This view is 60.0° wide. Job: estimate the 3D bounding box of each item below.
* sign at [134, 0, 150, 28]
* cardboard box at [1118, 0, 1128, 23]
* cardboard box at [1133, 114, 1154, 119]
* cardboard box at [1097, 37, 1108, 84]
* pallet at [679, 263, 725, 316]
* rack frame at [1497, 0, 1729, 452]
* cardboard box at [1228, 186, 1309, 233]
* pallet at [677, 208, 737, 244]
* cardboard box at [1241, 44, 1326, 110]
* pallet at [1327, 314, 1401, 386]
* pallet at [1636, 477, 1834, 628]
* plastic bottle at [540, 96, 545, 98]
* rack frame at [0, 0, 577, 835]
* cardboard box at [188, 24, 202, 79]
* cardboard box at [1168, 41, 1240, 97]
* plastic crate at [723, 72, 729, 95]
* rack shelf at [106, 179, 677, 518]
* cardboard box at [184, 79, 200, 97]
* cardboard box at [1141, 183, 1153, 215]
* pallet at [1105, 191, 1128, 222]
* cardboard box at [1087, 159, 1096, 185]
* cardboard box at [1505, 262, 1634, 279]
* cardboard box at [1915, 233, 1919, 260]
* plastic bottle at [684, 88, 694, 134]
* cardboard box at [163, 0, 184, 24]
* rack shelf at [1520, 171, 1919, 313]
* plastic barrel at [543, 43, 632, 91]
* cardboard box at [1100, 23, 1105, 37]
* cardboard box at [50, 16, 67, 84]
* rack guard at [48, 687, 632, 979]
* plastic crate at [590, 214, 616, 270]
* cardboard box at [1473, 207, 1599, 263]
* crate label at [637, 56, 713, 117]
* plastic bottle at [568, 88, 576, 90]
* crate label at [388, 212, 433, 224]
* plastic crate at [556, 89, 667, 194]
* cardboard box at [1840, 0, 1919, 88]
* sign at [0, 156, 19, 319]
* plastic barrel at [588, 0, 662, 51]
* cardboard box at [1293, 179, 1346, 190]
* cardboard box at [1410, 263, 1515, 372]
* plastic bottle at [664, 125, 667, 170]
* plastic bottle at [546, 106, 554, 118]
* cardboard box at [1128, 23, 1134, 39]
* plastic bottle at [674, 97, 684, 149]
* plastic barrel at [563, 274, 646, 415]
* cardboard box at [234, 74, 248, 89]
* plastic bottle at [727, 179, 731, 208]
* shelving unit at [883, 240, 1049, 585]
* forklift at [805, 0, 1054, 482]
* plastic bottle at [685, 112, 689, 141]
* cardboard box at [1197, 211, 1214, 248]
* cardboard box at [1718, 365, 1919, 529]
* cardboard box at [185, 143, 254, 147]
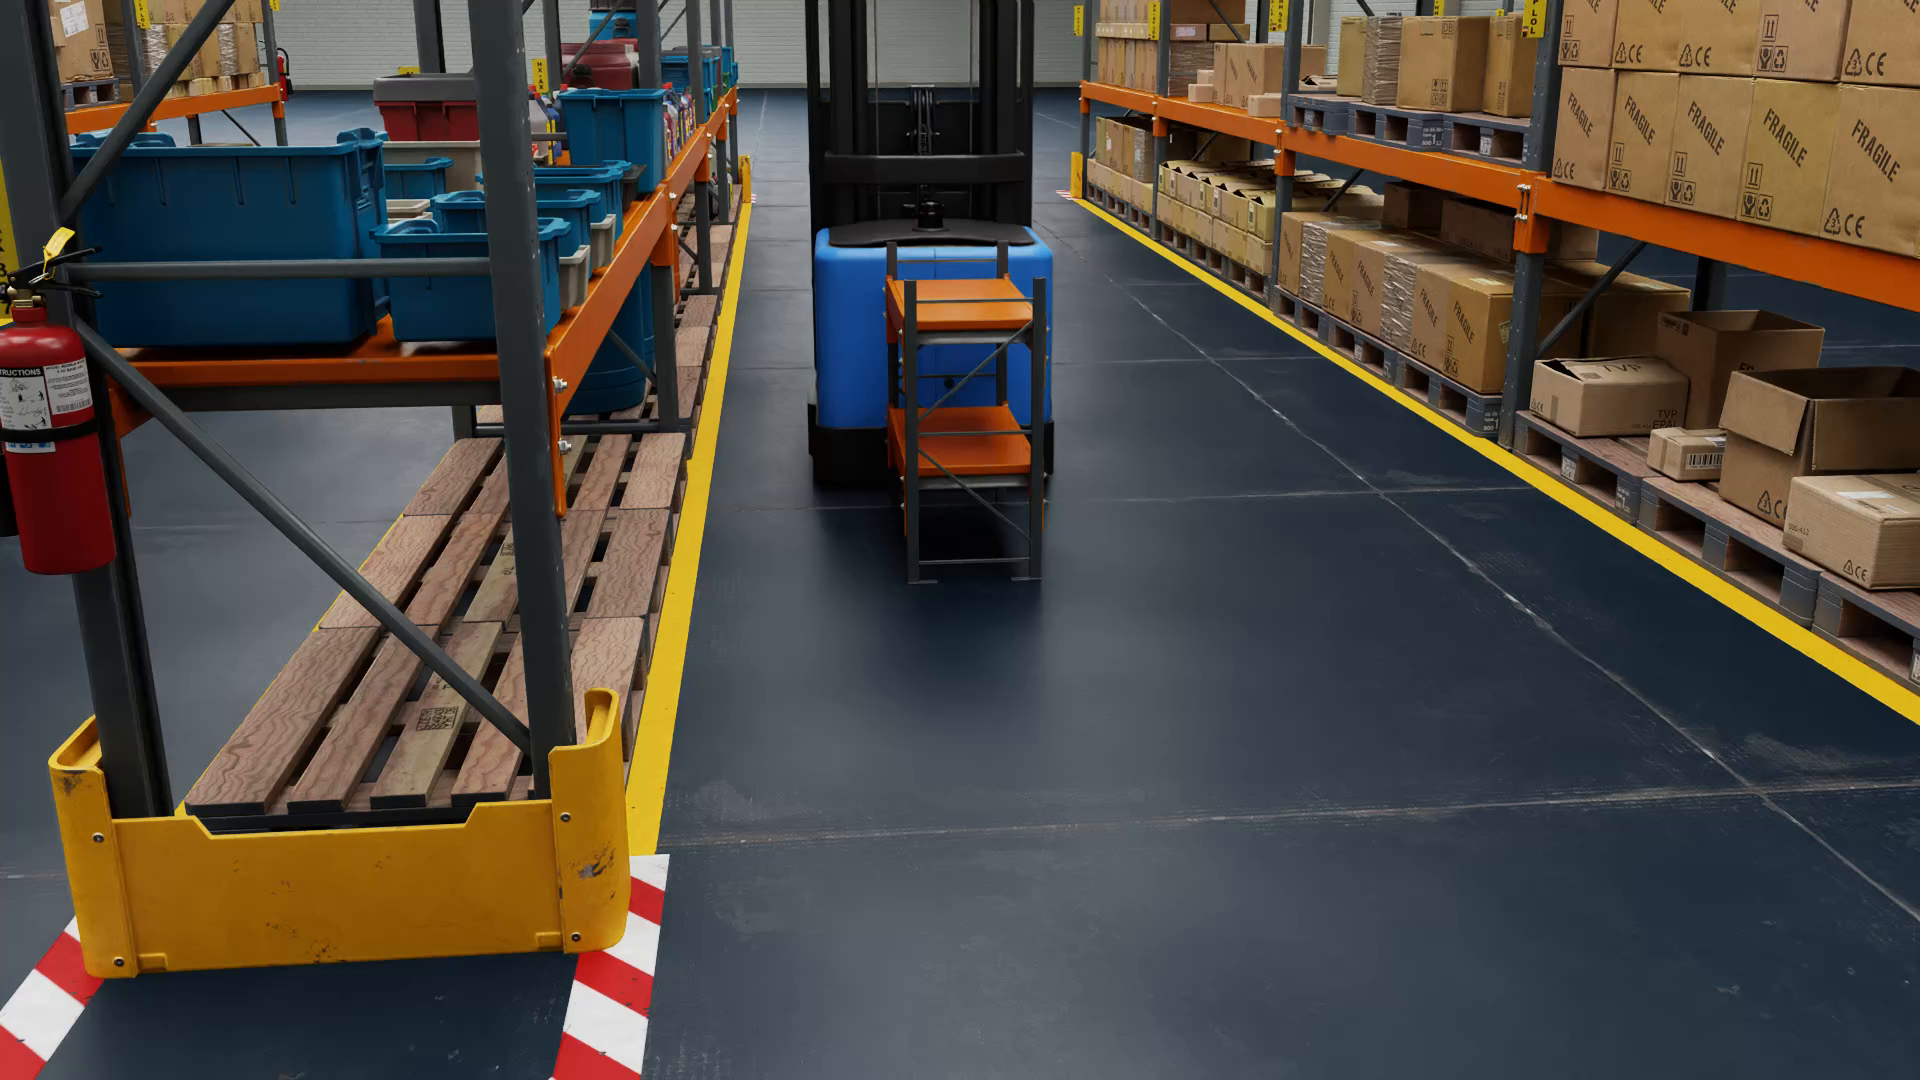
[{"bbox_3d":[-6.990,-4.541,14.200,0.100,0.325,0.005,-2,18,-6],"label":"sign"},{"bbox_3d":[2.053,-5.672,17.402,0.700,0.500,0.500,-2,18,-5],"label":"cardboard box"},{"bbox_3d":[2.251,-4.562,18.839,0.500,0.500,0.500,-2,18,-6],"label":"cardboard box"},{"bbox_3d":[1.935,-5.375,18.623,0.700,0.500,0.500,-2,18,-6],"label":"cardboard box"},{"bbox_3d":[-2.244,-1.833,12.163,1.003,0.211,1.213,-2,18,-6],"label":"pallet"},{"bbox_3d":[3.137,-1.892,7.694,1.000,3.000,0.127,-2,18,-6],"label":"rack frame"},{"bbox_3d":[2.366,-2.542,12.721,0.500,0.311,0.500,-2,18,-6],"label":"cardboard box"},{"bbox_3d":[-2.643,-2.994,15.862,1.003,0.211,1.213,-2,18,-6],"label":"pallet"},{"bbox_3d":[2.536,-3.630,13.066,0.500,0.500,0.500,-3,18,-9],"label":"cardboard box"},{"bbox_3d":[2.887,-1.167,10.041,1.003,0.211,1.213,-2,18,-6],"label":"pallet"},{"bbox_3d":[3.336,0.008,6.300,1.003,0.211,1.213,-2,18,-6],"label":"pallet"},{"bbox_3d":[-2.399,-2.420,9.594,0.097,0.271,0.097,0,17,0],"label":"plastic bottle"},{"bbox_3d":[-1.377,-0.548,3.415,1.000,3.000,0.127,-2,18,-6],"label":"rack frame"},{"bbox_3d":[-7.695,-4.592,15.631,0.875,0.500,0.500,-2,18,-6],"label":"cardboard box"},{"bbox_3d":[2.260,-4.455,15.692,0.700,0.500,0.500,-2,18,-7],"label":"cardboard box"},{"bbox_3d":[-2.474,-4.435,16.150,0.450,0.188,0.662,-2,18,-6],"label":"plastic crate"},{"bbox_3d":[-1.584,-0.801,5.420,1.077,0.370,4.000,-2,18,-6],"label":"rack shelf"},{"bbox_3d":[-7.351,-4.222,15.537,0.380,0.149,0.250,-2,18,-6],"label":"cardboard box"},{"bbox_3d":[2.047,-3.295,16.054,0.500,0.250,0.500,-2,18,-6],"label":"cardboard box"},{"bbox_3d":[2.143,-3.547,17.623,1.003,0.211,1.213,-2,18,-6],"label":"pallet"},{"bbox_3d":[1.734,-4.189,18.901,0.500,0.250,0.500,-2,18,-6],"label":"cardboard box"},{"bbox_3d":[3.264,-1.219,8.991,0.500,0.500,0.500,-2,17,-5],"label":"cardboard box"},{"bbox_3d":[3.176,-1.027,4.774,0.500,0.500,0.500,-2,18,-5],"label":"cardboard box"},{"bbox_3d":[-1.713,-2.700,10.463,0.061,0.283,0.133,-2,18,-6],"label":"plastic bottle"},{"bbox_3d":[-7.388,-4.928,15.032,0.500,0.500,0.500,-2,18,-6],"label":"cardboard box"},{"bbox_3d":[3.344,-0.952,5.904,1.077,0.370,4.000,-2,18,-6],"label":"rack shelf"},{"bbox_3d":[-2.552,-3.125,11.397,0.600,0.536,0.708,-2,18,-6],"label":"plastic barrel"},{"bbox_3d":[1.756,-5.622,18.326,0.380,0.149,0.250,-2,18,-7],"label":"cardboard box"},{"bbox_3d":[-7.271,-3.706,12.601,0.797,0.503,0.637,0,17,0],"label":"cardboard box"},{"bbox_3d":[-1.362,0.651,3.767,1.175,0.500,0.348,-2,18,-6],"label":"rack guard"},{"bbox_3d":[-1.096,-0.835,4.668,0.250,0.136,0.298,-2,18,-6],"label":"plastic crate"},{"bbox_3d":[3.227,-1.716,9.323,0.500,0.250,0.500,-2,18,-6],"label":"cardboard box"},{"bbox_3d":[-2.036,-3.253,11.971,0.502,0.435,0.616,-2,18,-6],"label":"crate label"},{"bbox_3d":[-2.479,-2.733,10.583,0.152,0.276,0.135,-2,18,-6],"label":"plastic bottle"},{"bbox_3d":[-1.710,-0.857,4.739,0.396,0.136,0.243,-2,18,-6],"label":"crate label"},{"bbox_3d":[-1.403,-1.632,6.794,0.392,0.384,0.575,-2,18,-6],"label":"plastic crate"},{"bbox_3d":[3.119,-1.654,5.100,0.500,0.500,0.500,-1,17,-4],"label":"cardboard box"},{"bbox_3d":[-1.923,-0.604,3.321,0.100,0.325,0.005,-2,18,-6],"label":"sign"},{"bbox_3d":[-2.877,-4.238,14.331,0.600,0.901,0.708,-2,18,-6],"label":"plastic barrel"},{"bbox_3d":[2.850,-2.713,13.263,0.500,0.311,0.500,-2,18,-7],"label":"cardboard box"},{"bbox_3d":[2.759,-1.195,8.913,0.500,0.500,0.500,-2,18,-5],"label":"cardboard box"},{"bbox_3d":[-1.457,-1.903,7.946,0.097,0.271,0.097,0,17,0],"label":"plastic bottle"},{"bbox_3d":[-2.134,-2.094,8.555,0.097,0.271,0.097,0,17,0],"label":"plastic bottle"},{"bbox_3d":[1.911,-5.164,16.868,0.380,0.149,0.250,-1,17,-4],"label":"cardboard box"},{"bbox_3d":[-1.586,-2.333,9.295,0.061,0.283,0.133,-2,18,-6],"label":"plastic bottle"},{"bbox_3d":[-1.829,-1.101,7.980,0.600,0.901,0.708,-2,18,-6],"label":"plastic barrel"},{"bbox_3d":[-7.607,-4.741,17.190,0.380,0.149,0.250,-2,18,-6],"label":"cardboard box"},{"bbox_3d":[-2.281,-3.397,16.290,0.061,0.283,0.133,-1,17,-3],"label":"plastic bottle"},{"bbox_3d":[0.001,-0.535,6.502,0.538,1.125,1.048,-2,18,-6],"label":"shelving unit"},{"bbox_3d":[-0.209,-2.044,8.293,1.130,2.935,3.031,-1,17,-4],"label":"forklift"},{"bbox_3d":[-1.669,-2.481,9.902,0.097,0.201,0.097,0,17,0],"label":"plastic bottle"},{"bbox_3d":[2.267,-2.578,13.769,0.500,0.250,0.500,-1,17,-5],"label":"cardboard box"},{"bbox_3d":[3.336,-0.351,6.220,0.797,0.503,0.637,-2,18,-6],"label":"cardboard box"},{"bbox_3d":[-7.906,-3.983,17.828,0.500,0.500,0.500,1,17,5],"label":"cardboard box"}]
